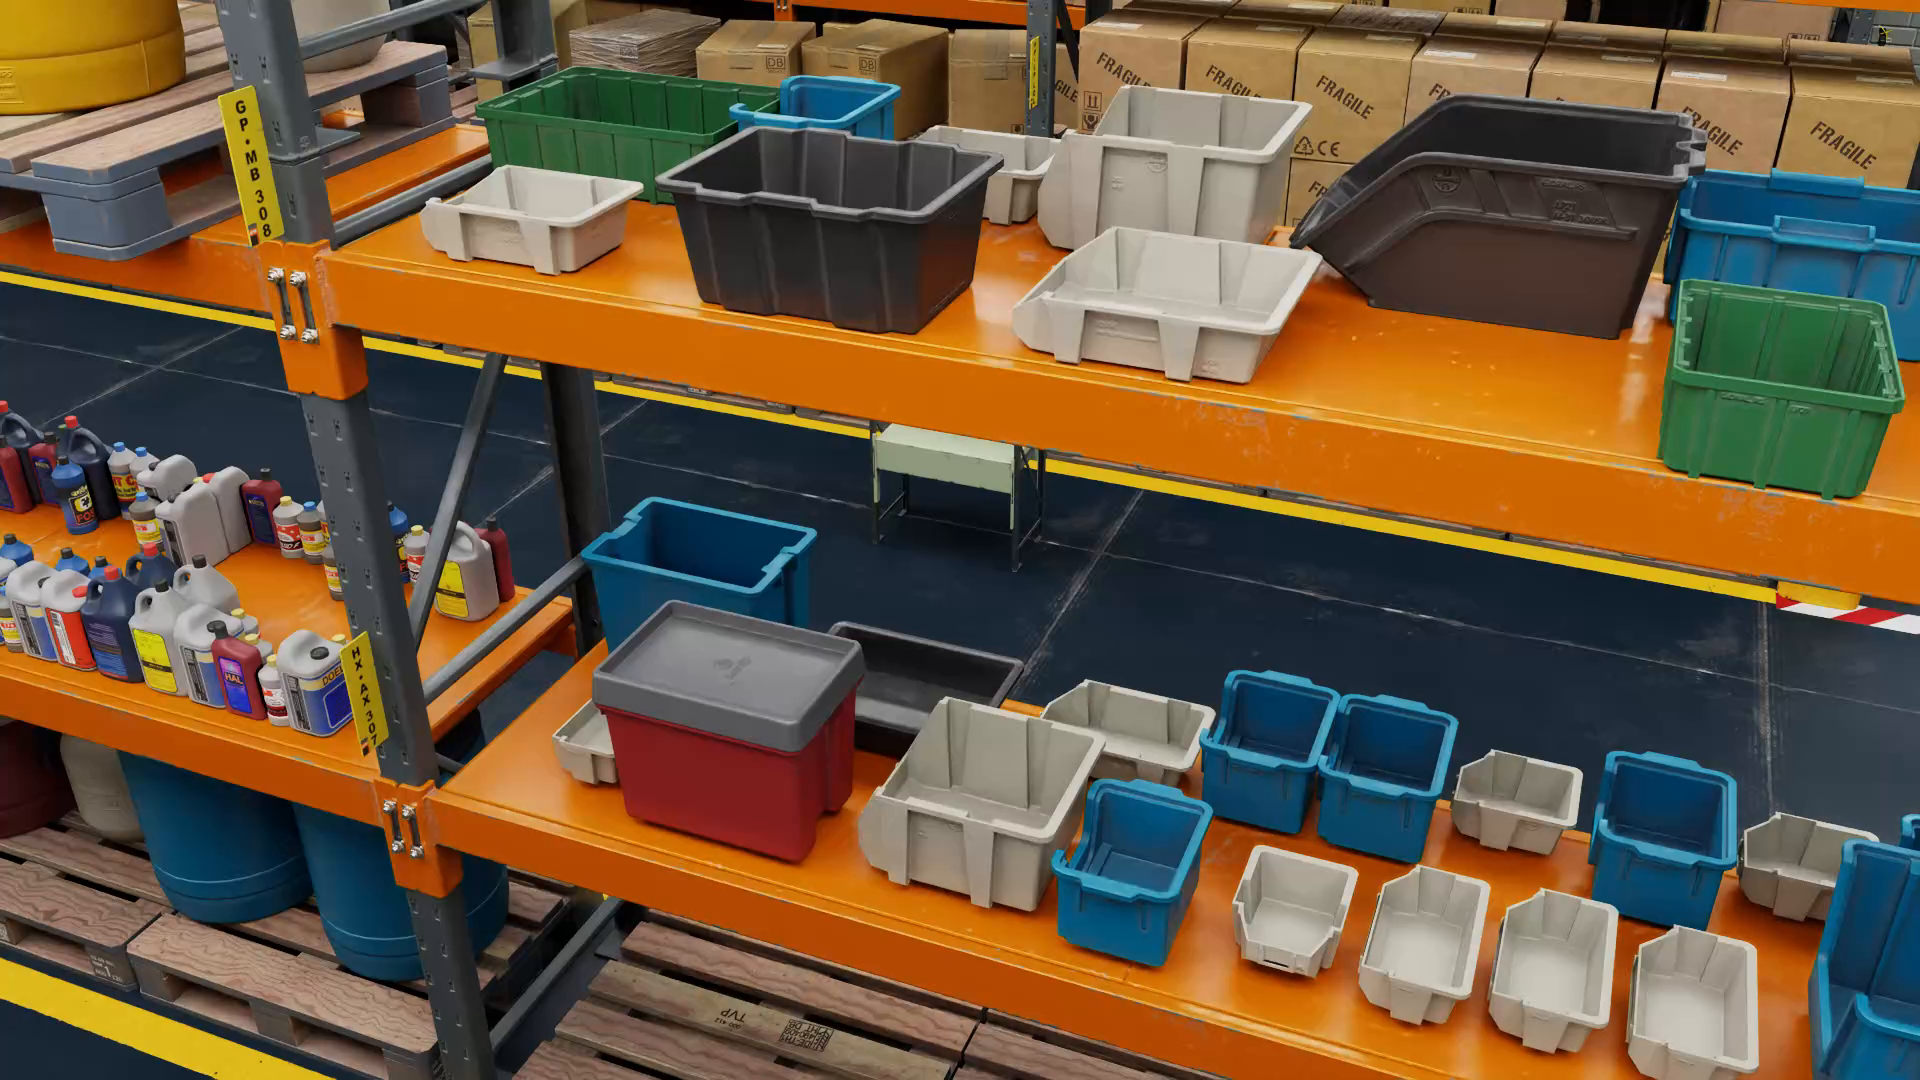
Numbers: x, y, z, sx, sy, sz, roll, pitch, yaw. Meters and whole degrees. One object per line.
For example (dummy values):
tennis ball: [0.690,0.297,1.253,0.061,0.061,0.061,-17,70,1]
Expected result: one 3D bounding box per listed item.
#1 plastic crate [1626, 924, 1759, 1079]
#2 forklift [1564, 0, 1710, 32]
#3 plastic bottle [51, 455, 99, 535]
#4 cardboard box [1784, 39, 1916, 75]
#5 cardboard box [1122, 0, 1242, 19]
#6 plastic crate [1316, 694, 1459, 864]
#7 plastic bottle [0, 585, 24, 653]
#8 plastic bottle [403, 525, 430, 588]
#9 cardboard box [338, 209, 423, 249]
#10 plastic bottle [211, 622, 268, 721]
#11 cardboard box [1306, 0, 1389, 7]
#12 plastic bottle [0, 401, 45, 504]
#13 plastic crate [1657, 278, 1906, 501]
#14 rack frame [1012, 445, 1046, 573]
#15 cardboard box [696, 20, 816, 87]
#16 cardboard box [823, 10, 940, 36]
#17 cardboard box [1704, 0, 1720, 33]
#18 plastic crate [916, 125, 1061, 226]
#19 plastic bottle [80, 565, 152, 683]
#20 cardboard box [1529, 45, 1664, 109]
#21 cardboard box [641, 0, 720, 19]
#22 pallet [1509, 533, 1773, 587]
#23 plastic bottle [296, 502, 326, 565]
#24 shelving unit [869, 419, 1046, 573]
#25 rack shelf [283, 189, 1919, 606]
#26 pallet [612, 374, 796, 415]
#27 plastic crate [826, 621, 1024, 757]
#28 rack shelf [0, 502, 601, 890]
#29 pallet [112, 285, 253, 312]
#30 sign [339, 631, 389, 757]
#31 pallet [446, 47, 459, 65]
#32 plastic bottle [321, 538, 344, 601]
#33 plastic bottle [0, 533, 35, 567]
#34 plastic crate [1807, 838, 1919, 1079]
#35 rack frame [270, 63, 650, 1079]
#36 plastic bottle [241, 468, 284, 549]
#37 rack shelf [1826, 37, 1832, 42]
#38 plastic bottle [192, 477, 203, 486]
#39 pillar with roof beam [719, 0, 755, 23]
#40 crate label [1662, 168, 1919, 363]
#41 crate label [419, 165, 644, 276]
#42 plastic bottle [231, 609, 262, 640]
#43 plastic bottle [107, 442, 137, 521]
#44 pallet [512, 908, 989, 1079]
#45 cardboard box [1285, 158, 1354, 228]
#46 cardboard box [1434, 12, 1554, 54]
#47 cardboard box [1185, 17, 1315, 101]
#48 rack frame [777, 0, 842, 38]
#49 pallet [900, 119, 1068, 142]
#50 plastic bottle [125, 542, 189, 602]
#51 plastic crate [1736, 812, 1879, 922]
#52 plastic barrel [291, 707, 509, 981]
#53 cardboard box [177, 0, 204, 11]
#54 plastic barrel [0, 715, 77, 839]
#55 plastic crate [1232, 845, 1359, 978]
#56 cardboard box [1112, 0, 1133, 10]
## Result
plastic crate: [1.579,1.023,3.598,0.243,0.136,0.396,11,31,19]
forklift: [3.375,-2.484,9.666,3.031,2.935,1.130,20,35,31]
plastic bottle: [-2.994,-0.159,5.613,0.097,0.271,0.097,0,29,0]
cardboard box: [3.957,-1.936,7.509,0.500,0.500,0.500,12,32,21]
cardboard box: [1.128,-2.498,8.504,0.500,0.500,0.500,11,31,19]
plastic crate: [1.078,0.610,4.231,0.300,0.233,0.416,11,31,19]
plastic bottle: [-2.839,0.229,4.998,0.097,0.201,0.097,0,29,0]
plastic bottle: [-1.720,0.049,5.316,0.097,0.201,0.097,0,29,0]
cardboard box: [-3.722,-1.949,10.448,0.500,0.311,0.500,12,32,20]
plastic bottle: [-2.022,0.366,4.672,0.133,0.283,0.061,11,31,19]
cardboard box: [2.918,-4.277,12.464,0.700,0.700,0.980,12,32,20]
plastic bottle: [-3.284,-0.315,5.810,0.185,0.351,0.144,11,31,19]
plastic crate: [1.382,-0.263,2.834,0.336,0.188,0.450,11,31,19]
rack frame: [0.333,-0.586,7.763,0.023,1.500,0.400,11,31,19]
cardboard box: [-1.098,-2.520,9.131,0.500,0.500,0.700,4,30,6]
cardboard box: [-0.653,-4.045,14.117,0.750,0.750,0.750,11,31,18]
cardboard box: [4.973,-3.864,11.733,0.700,0.700,0.980,11,31,19]
plastic crate: [0.018,-0.866,3.954,0.466,0.136,0.293,11,31,19]
plastic bottle: [-2.450,0.229,4.846,0.185,0.351,0.144,11,31,19]
cardboard box: [2.802,-1.877,7.405,0.500,0.500,0.500,12,32,20]
cardboard box: [-2.477,-4.667,14.790,0.500,0.250,0.500,12,32,20]
pallet: [3.459,-0.202,8.393,1.213,0.211,1.003,11,31,19]
plastic bottle: [-2.116,-0.029,5.456,0.097,0.201,0.097,0,29,0]
shelving unit: [-0.006,-0.654,7.883,0.755,1.500,0.431,11,31,19]
rack shelf: [0.550,-0.360,3.521,4.000,0.370,1.077,11,31,19]
pallet: [-1.340,-1.139,10.051,1.213,0.211,1.003,11,31,19]
plastic crate: [-0.165,0.441,4.640,0.590,0.125,0.437,11,31,19]
rack shelf: [-3.157,0.206,5.568,4.000,0.370,1.077,11,31,19]
pallet: [-5.019,-1.917,11.428,1.213,0.211,1.003,11,31,19]
sign: [-1.512,0.393,4.225,0.005,0.325,0.100,11,31,19]
pallet: [-5.628,-4.628,16.224,1.213,0.211,1.003,11,31,19]
plastic bottle: [-1.958,0.083,5.257,0.097,0.201,0.097,0,29,0]
plastic bottle: [-2.906,0.105,5.147,0.097,0.271,0.097,0,29,0]
plastic crate: [2.022,0.985,3.363,0.499,0.435,0.616,11,31,19]
rack frame: [-1.304,0.263,4.736,0.127,3.000,1.000,11,31,19]
plastic bottle: [-2.306,-0.113,5.520,0.133,0.283,0.061,11,31,19]
rack shelf: [4.274,-3.571,12.251,4.000,0.370,1.077,11,31,19]
plastic bottle: [-2.544,-0.115,5.607,0.097,0.201,0.097,0,29,0]
pillar with roof beam: [-3.783,-6.278,10.212,0.400,9.000,9.100,11,31,19]
crate label: [1.669,-0.556,3.288,0.502,0.251,0.408,11,31,19]
crate label: [-0.959,-0.706,3.670,0.466,0.136,0.293,11,31,19]
plastic bottle: [-2.099,0.296,4.880,0.097,0.201,0.097,0,29,0]
plastic bottle: [-2.850,-0.206,5.698,0.097,0.271,0.097,0,29,0]
pallet: [-0.608,1.595,5.213,1.213,0.211,1.003,11,31,19]
cardboard box: [1.870,-1.633,7.989,0.500,0.500,0.500,11,31,19]
cardboard box: [2.537,-2.218,8.007,0.500,0.500,0.500,11,31,19]
cardboard box: [1.371,-2.163,7.911,0.500,0.500,0.500,10,31,18]
rack frame: [-1.285,-4.994,14.037,0.127,3.000,1.000,11,31,19]
pallet: [-0.137,-2.109,9.128,1.213,0.211,1.003,11,31,19]
plastic bottle: [-2.396,0.164,4.962,0.185,0.351,0.144,11,31,19]
plastic crate: [2.032,0.799,3.995,0.298,0.136,0.250,11,31,19]
plastic barrel: [-1.801,0.885,5.341,0.708,0.901,0.600,11,31,19]
cardboard box: [-5.193,-3.179,10.724,0.500,0.500,0.500,11,31,19]
plastic barrel: [-3.504,0.682,6.020,0.708,0.588,0.600,11,31,19]
plastic crate: [0.767,0.876,3.858,0.250,0.136,0.298,11,31,19]
cardboard box: [1.269,-4.213,12.891,0.250,0.149,0.380,11,31,19]
